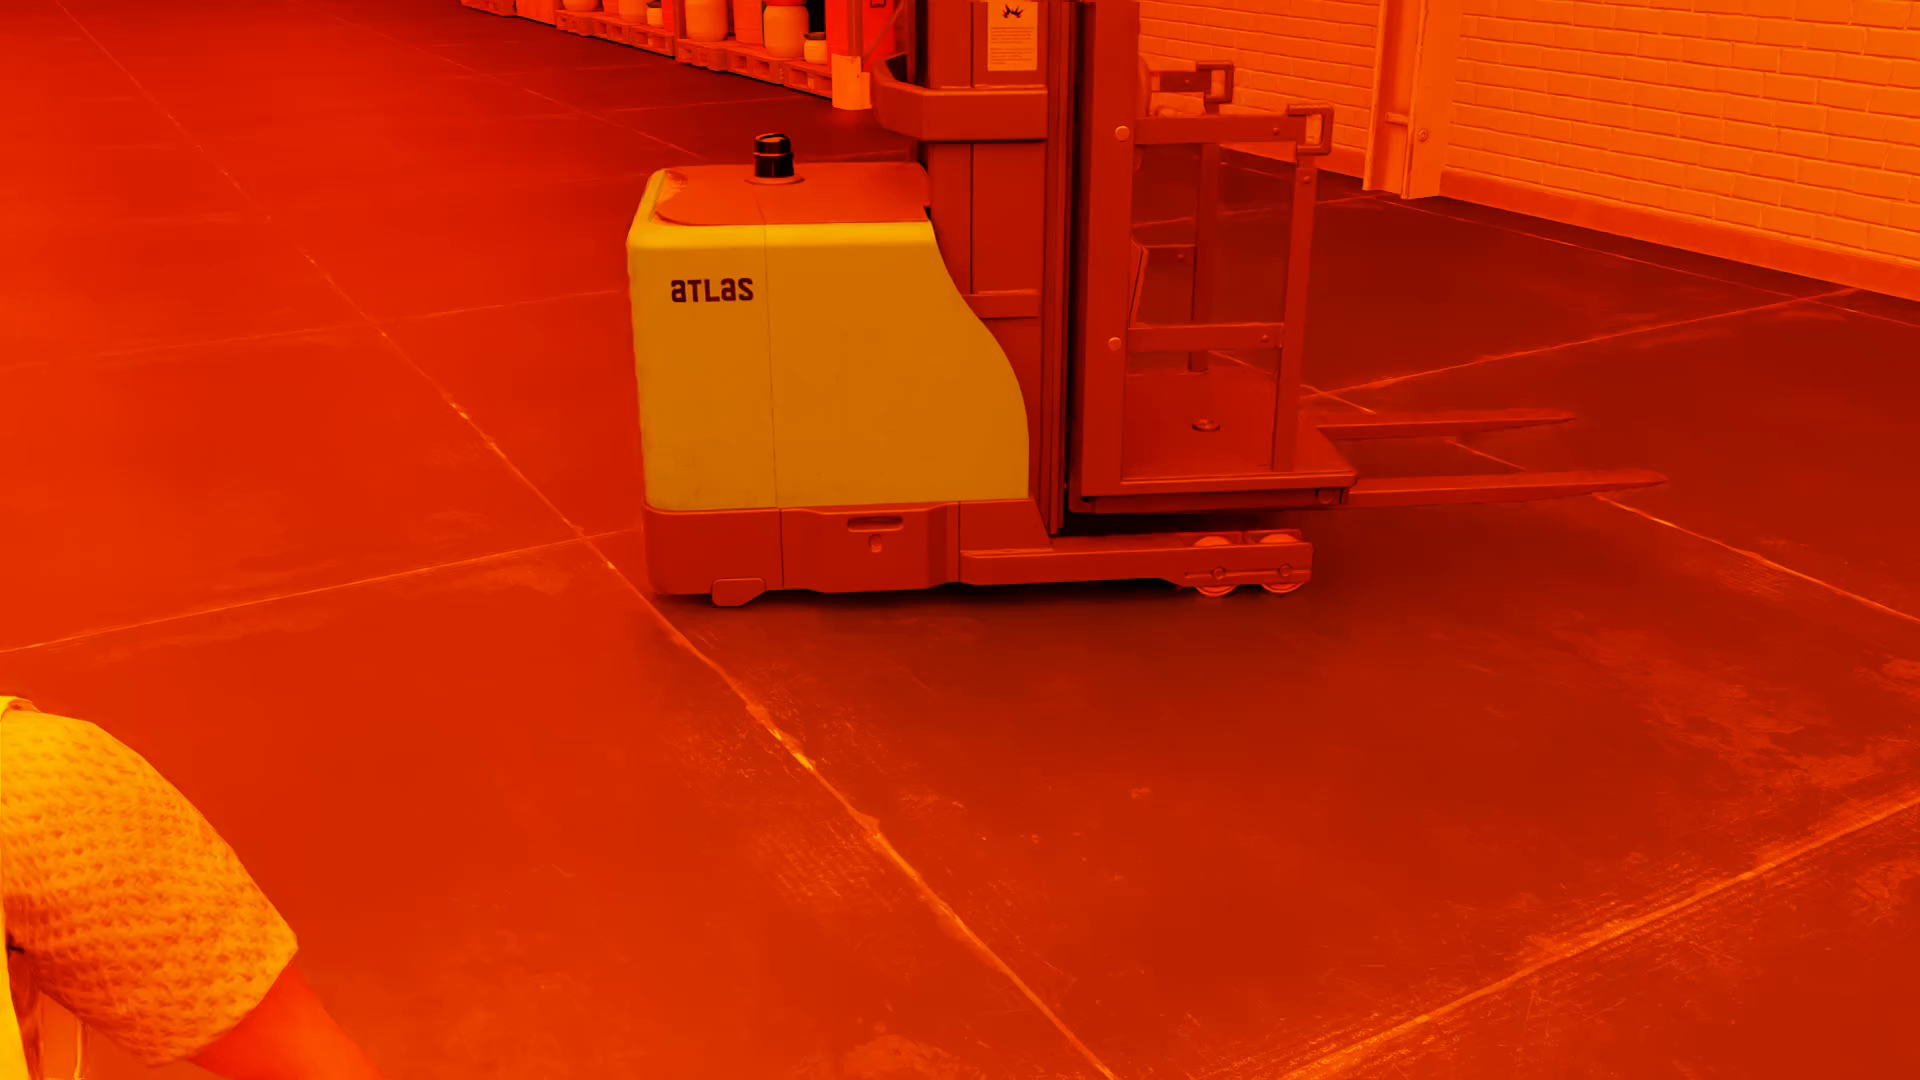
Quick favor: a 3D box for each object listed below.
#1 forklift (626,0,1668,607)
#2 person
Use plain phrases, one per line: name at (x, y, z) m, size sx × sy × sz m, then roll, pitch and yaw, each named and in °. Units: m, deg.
forklift at (0.585, -1.394, 4.671) m, size 3.031 × 2.935 × 1.130 m, roll -2°, pitch 22°, yaw -6°
person at (-0.682, 0.718, 1.088) m, size 0.805 × 1.750 × 0.488 m, roll -8°, pitch 24°, yaw -18°
